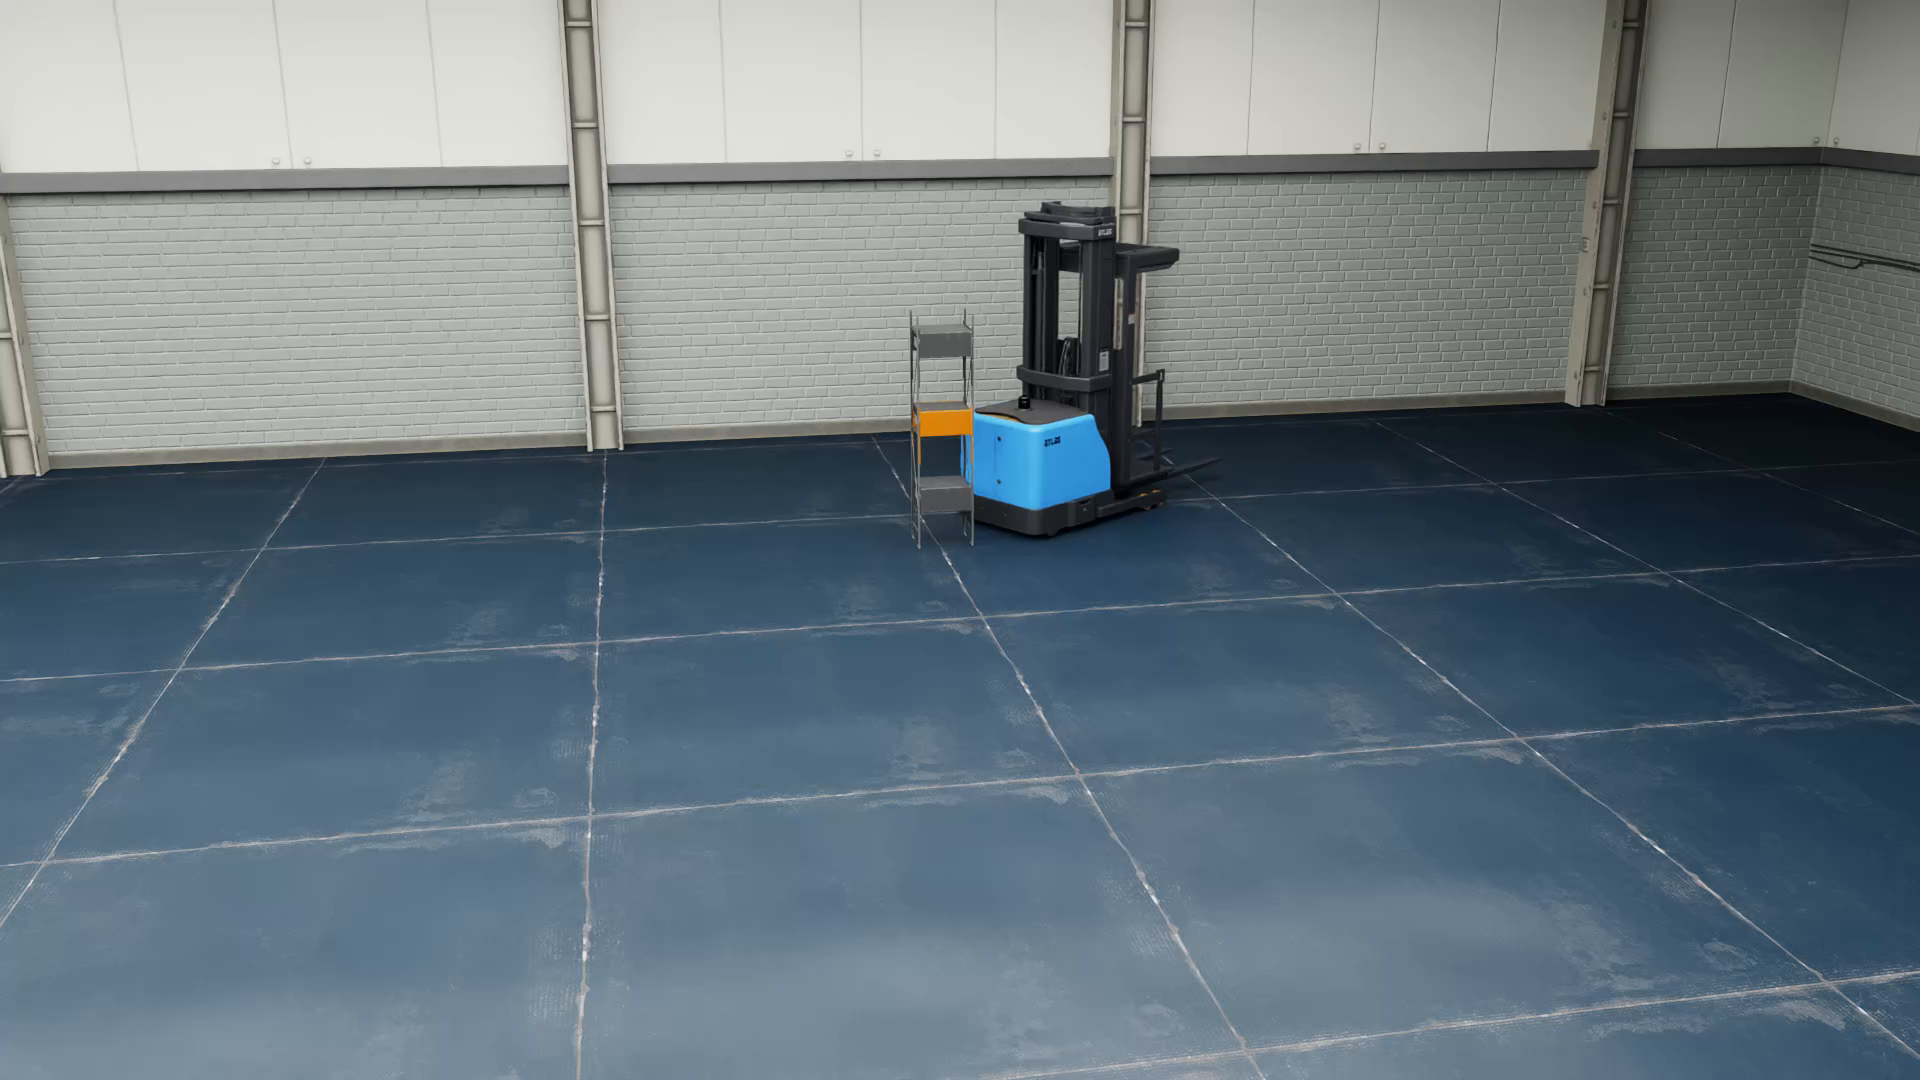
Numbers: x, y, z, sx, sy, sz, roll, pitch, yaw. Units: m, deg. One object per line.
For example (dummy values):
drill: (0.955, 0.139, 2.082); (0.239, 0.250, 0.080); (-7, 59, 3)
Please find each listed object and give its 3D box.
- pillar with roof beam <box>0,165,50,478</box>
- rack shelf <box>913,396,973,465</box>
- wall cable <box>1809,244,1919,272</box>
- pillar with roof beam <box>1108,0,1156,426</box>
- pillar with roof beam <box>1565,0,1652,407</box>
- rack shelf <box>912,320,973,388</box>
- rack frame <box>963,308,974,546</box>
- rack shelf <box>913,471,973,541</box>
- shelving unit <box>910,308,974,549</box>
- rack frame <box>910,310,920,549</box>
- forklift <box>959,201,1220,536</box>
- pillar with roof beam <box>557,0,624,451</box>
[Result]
pillar with roof beam: (-9.043, -3.768, 12.191); (0.400, 9.000, 9.100); (-3, 17, -10)
rack shelf: (-0.163, -0.981, 14.916); (0.480, 0.518, 0.431); (-3, 17, -10)
wall cable: (10.956, -4.310, 19.244); (0.112, 2.526, 3.097); (-3, 17, -10)
pillar with roof beam: (2.739, -4.436, 14.367); (0.400, 9.000, 9.100); (-3, 17, -10)
pillar with roof beam: (8.630, -4.770, 15.455); (0.400, 9.000, 9.100); (-3, 17, -10)
rack shelf: (-0.163, -1.651, 14.710); (0.480, 0.518, 0.431); (-3, 17, -10)
rack frame: (0.077, -1.008, 14.956); (0.015, 2.100, 0.400); (-3, 17, -10)
rack shelf: (-0.163, -0.312, 15.121); (0.480, 0.518, 0.431); (-3, 17, -10)
shelving unit: (-0.163, -0.995, 14.912); (0.503, 2.100, 0.431); (-3, 17, -10)
rack frame: (-0.402, -0.981, 14.867); (0.015, 2.100, 0.400); (-3, 17, -10)
forklift: (1.386, -1.785, 16.070); (3.031, 2.935, 1.130); (-16, 23, -42)
pillar with roof beam: (-3.152, -4.102, 13.279); (0.400, 9.000, 9.100); (-3, 17, -10)
